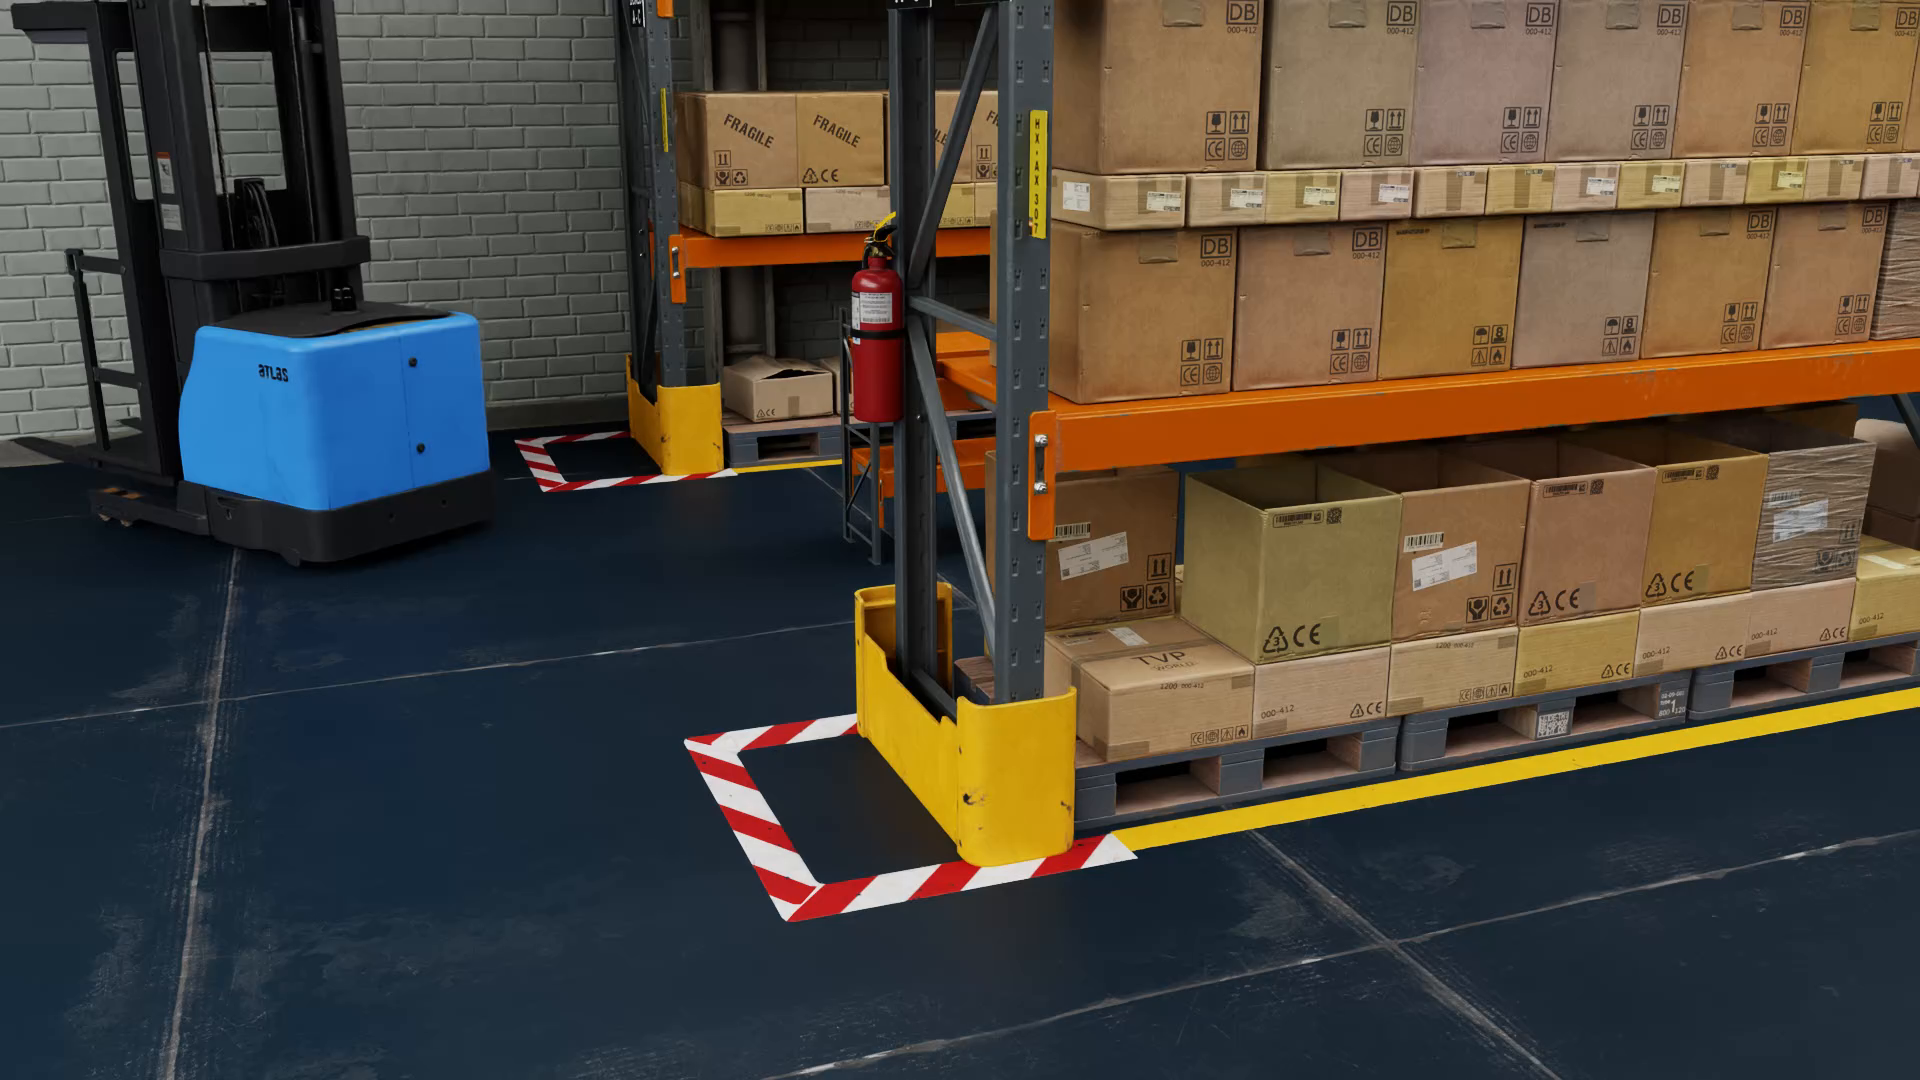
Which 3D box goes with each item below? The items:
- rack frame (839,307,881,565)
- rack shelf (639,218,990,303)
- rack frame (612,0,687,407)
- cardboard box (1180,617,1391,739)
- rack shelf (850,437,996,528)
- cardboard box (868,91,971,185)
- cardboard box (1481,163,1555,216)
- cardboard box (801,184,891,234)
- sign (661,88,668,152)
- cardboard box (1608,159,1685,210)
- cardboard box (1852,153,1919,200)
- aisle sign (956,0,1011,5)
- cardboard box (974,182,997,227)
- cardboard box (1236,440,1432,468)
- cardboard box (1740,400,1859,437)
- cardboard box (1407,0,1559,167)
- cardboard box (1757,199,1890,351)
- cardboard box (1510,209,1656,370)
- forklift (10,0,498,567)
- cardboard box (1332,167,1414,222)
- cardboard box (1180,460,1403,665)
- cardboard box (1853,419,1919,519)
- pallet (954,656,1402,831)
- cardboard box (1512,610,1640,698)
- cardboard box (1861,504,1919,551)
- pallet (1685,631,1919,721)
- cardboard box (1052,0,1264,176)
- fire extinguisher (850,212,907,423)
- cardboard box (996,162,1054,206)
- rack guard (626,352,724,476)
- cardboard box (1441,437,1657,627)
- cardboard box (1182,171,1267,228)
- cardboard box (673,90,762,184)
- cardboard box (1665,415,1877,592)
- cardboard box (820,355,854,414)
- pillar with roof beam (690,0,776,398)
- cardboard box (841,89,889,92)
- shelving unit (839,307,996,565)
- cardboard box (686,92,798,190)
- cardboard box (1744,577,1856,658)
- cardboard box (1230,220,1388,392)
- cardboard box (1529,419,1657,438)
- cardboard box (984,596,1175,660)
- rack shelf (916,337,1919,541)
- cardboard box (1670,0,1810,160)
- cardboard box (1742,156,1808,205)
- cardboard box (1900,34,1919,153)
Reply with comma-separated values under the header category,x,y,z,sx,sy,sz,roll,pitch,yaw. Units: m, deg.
category,x,y,z,sx,sy,sz,roll,pitch,yaw
rack frame,-0.468,-0.489,7.768,0.032,1.125,0.500,-6,17,-20
rack shelf,0.103,-1.812,10.223,4.000,0.370,1.077,-6,17,-20
rack frame,-1.764,-1.956,9.435,0.127,3.000,1.000,-6,17,-20
cardboard box,1.058,0.418,5.486,0.500,0.250,0.500,-6,17,-20
rack shelf,0.006,-0.306,8.011,1.000,0.278,0.538,-6,17,-20
cardboard box,-0.261,-2.320,9.575,0.500,0.500,0.500,-7,18,-22
cardboard box,1.657,-1.125,5.278,0.250,0.149,0.380,-6,18,-21
cardboard box,-0.715,-1.915,9.528,0.500,0.250,0.500,-7,18,-22
sign,-1.570,-2.229,8.827,0.005,0.325,0.100,-6,17,-20
cardboard box,2.136,-1.177,5.452,0.250,0.149,0.380,-6,17,-18
cardboard box,3.094,-1.280,5.805,0.250,0.149,0.380,-7,18,-22
aisle sign,0.060,-1.813,4.335,0.004,0.787,0.394,-6,17,-20
cardboard box,0.235,-2.016,9.869,0.500,0.250,0.500,-6,17,-20
cardboard box,1.334,-0.132,6.028,0.500,0.500,0.500,-6,17,-20
cardboard box,3.202,-0.334,6.715,0.500,0.500,0.500,-6,17,-20
cardboard box,1.461,-1.478,5.328,0.500,0.500,0.700,-6,17,-20
cardboard box,2.844,-1.003,6.013,0.500,0.500,0.700,-6,18,-21
cardboard box,1.897,-0.901,5.667,0.500,0.500,0.700,-6,17,-18
forklift,-3.804,-1.585,8.295,3.031,2.935,1.130,11,20,33
cardboard box,1.171,-1.072,5.097,0.250,0.149,0.380,-6,18,-21
cardboard box,1.058,0.059,5.379,0.500,0.500,0.500,-6,17,-20
cardboard box,4.022,-0.324,7.017,0.500,0.311,0.500,-6,17,-20
pallet,0.711,0.597,5.691,1.213,0.211,1.003,-6,17,-20
cardboard box,1.993,0.318,5.825,0.500,0.250,0.500,-6,17,-20
cardboard box,4.030,-0.057,7.102,0.500,0.250,0.500,-6,18,-21
pallet,2.989,0.351,6.529,1.213,0.211,1.003,-6,17,-20
cardboard box,0.502,-1.372,4.968,0.500,0.500,0.700,-6,17,-20
fire extinguisher,-0.265,-0.726,5.385,0.183,0.674,0.296,-6,17,-20
cardboard box,0.300,-1.101,5.195,0.250,0.149,0.380,-6,18,-21
rack guard,-1.693,-0.764,9.814,0.348,0.500,1.175,-6,17,-20
cardboard box,1.994,-0.041,5.718,0.500,0.500,0.500,-6,17,-20
cardboard box,0.701,-1.022,4.928,0.250,0.149,0.380,-7,18,-22
cardboard box,-1.400,-2.357,9.700,0.500,0.500,0.500,-6,18,-21
cardboard box,2.921,-0.147,6.078,0.500,0.500,0.500,-6,17,-20
cardboard box,-0.554,-0.981,10.105,0.500,0.311,0.500,-5,17,-15
pillar with roof beam,0.120,-4.000,5.748,0.400,9.000,9.100,-6,17,-20
cardboard box,-0.445,-2.458,10.045,0.500,0.500,0.500,-7,18,-22
shelving unit,0.006,-0.540,7.942,1.048,1.125,0.538,-6,17,-20
cardboard box,-1.211,-2.222,9.242,0.500,0.500,0.500,-6,17,-20
cardboard box,2.922,0.214,6.182,0.500,0.250,0.500,-6,17,-20
cardboard box,0.941,-0.799,5.318,0.500,0.500,0.700,-6,17,-19
cardboard box,2.268,-0.233,6.372,0.500,0.500,0.500,-6,17,-20
cardboard box,0.407,0.333,5.775,0.500,0.250,0.500,-6,17,-20
rack shelf,1.879,-0.509,5.786,4.000,0.370,1.077,-6,17,-20
cardboard box,2.395,-1.579,5.671,0.500,0.500,0.700,-6,17,-20
cardboard box,2.619,-1.230,5.633,0.250,0.149,0.380,-6,17,-20
cardboard box,3.335,-1.680,6.017,0.500,0.500,0.700,-6,17,-20
